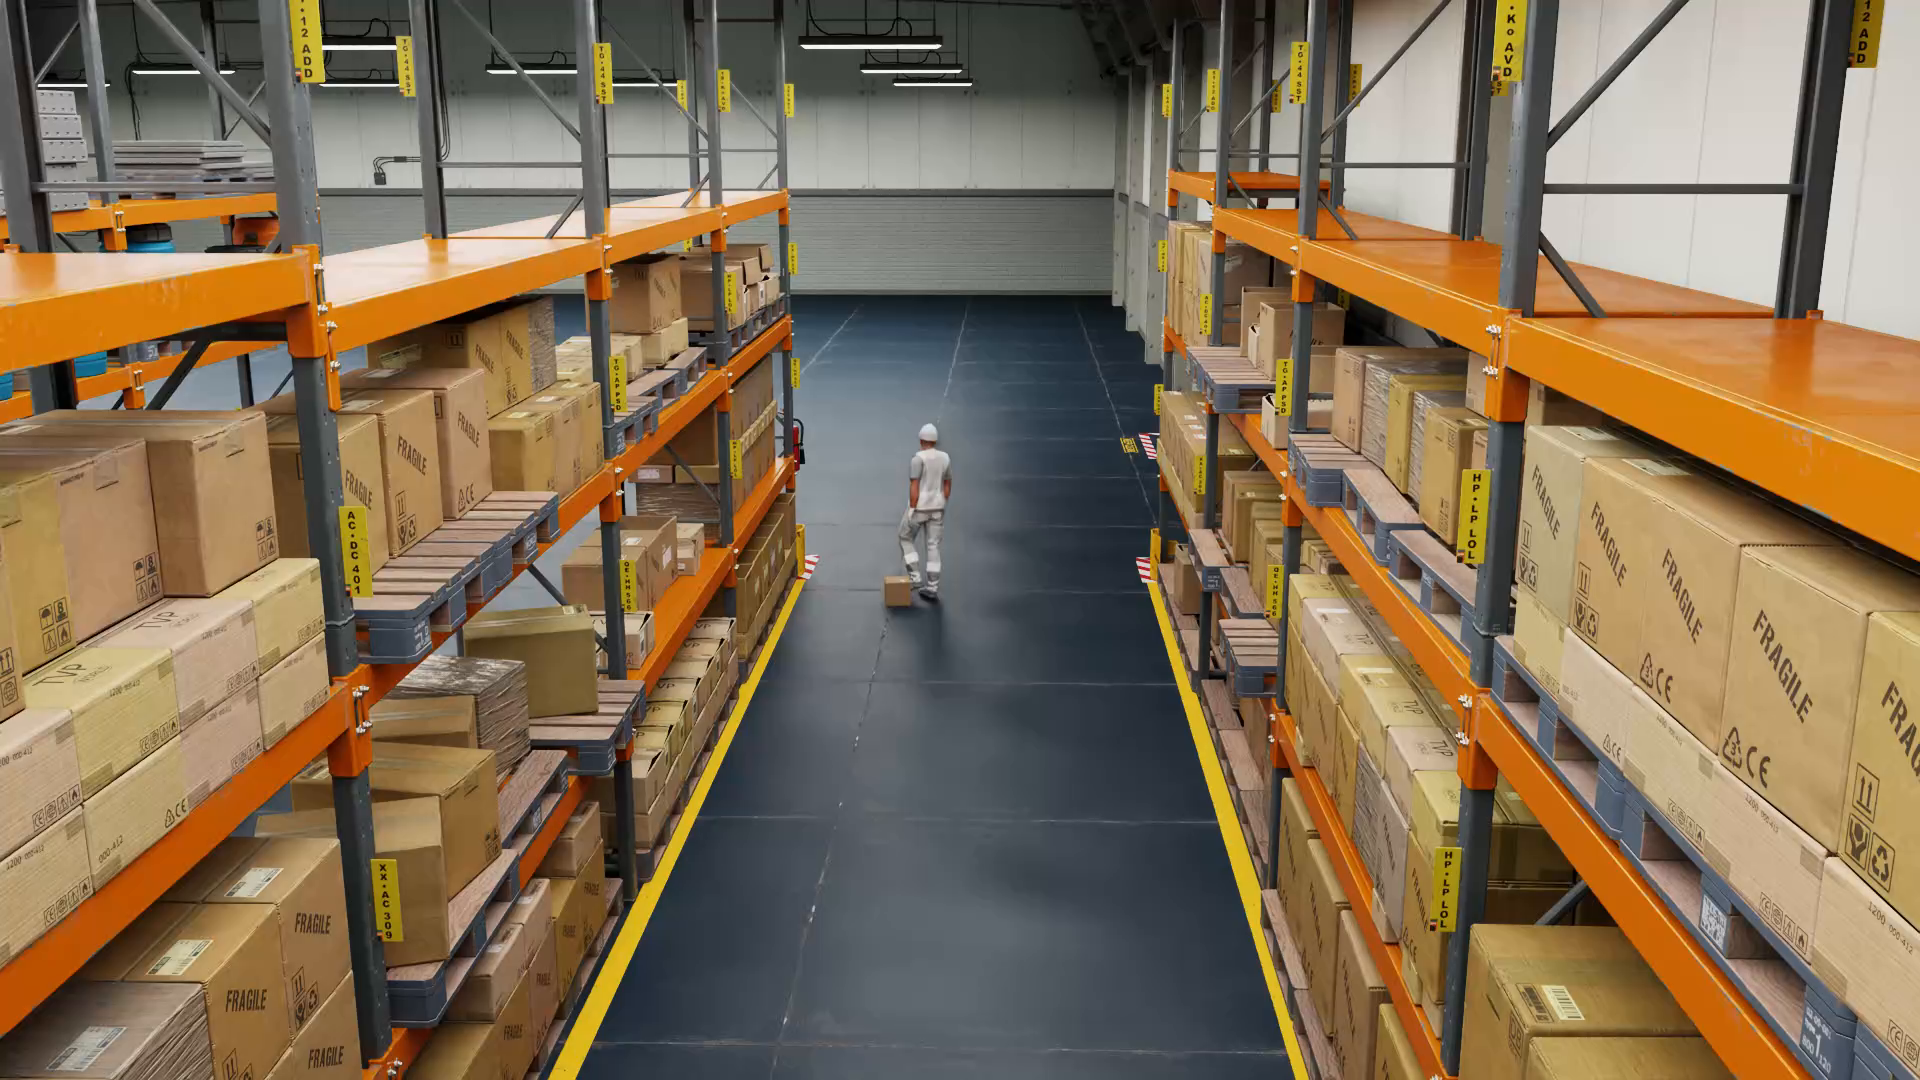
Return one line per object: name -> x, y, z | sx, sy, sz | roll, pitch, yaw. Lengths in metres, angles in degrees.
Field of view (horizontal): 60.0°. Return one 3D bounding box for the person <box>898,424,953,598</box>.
person -> -0.351, -0.310, 17.139 | 0.614, 1.776, 0.480 | -8, 16, -31
